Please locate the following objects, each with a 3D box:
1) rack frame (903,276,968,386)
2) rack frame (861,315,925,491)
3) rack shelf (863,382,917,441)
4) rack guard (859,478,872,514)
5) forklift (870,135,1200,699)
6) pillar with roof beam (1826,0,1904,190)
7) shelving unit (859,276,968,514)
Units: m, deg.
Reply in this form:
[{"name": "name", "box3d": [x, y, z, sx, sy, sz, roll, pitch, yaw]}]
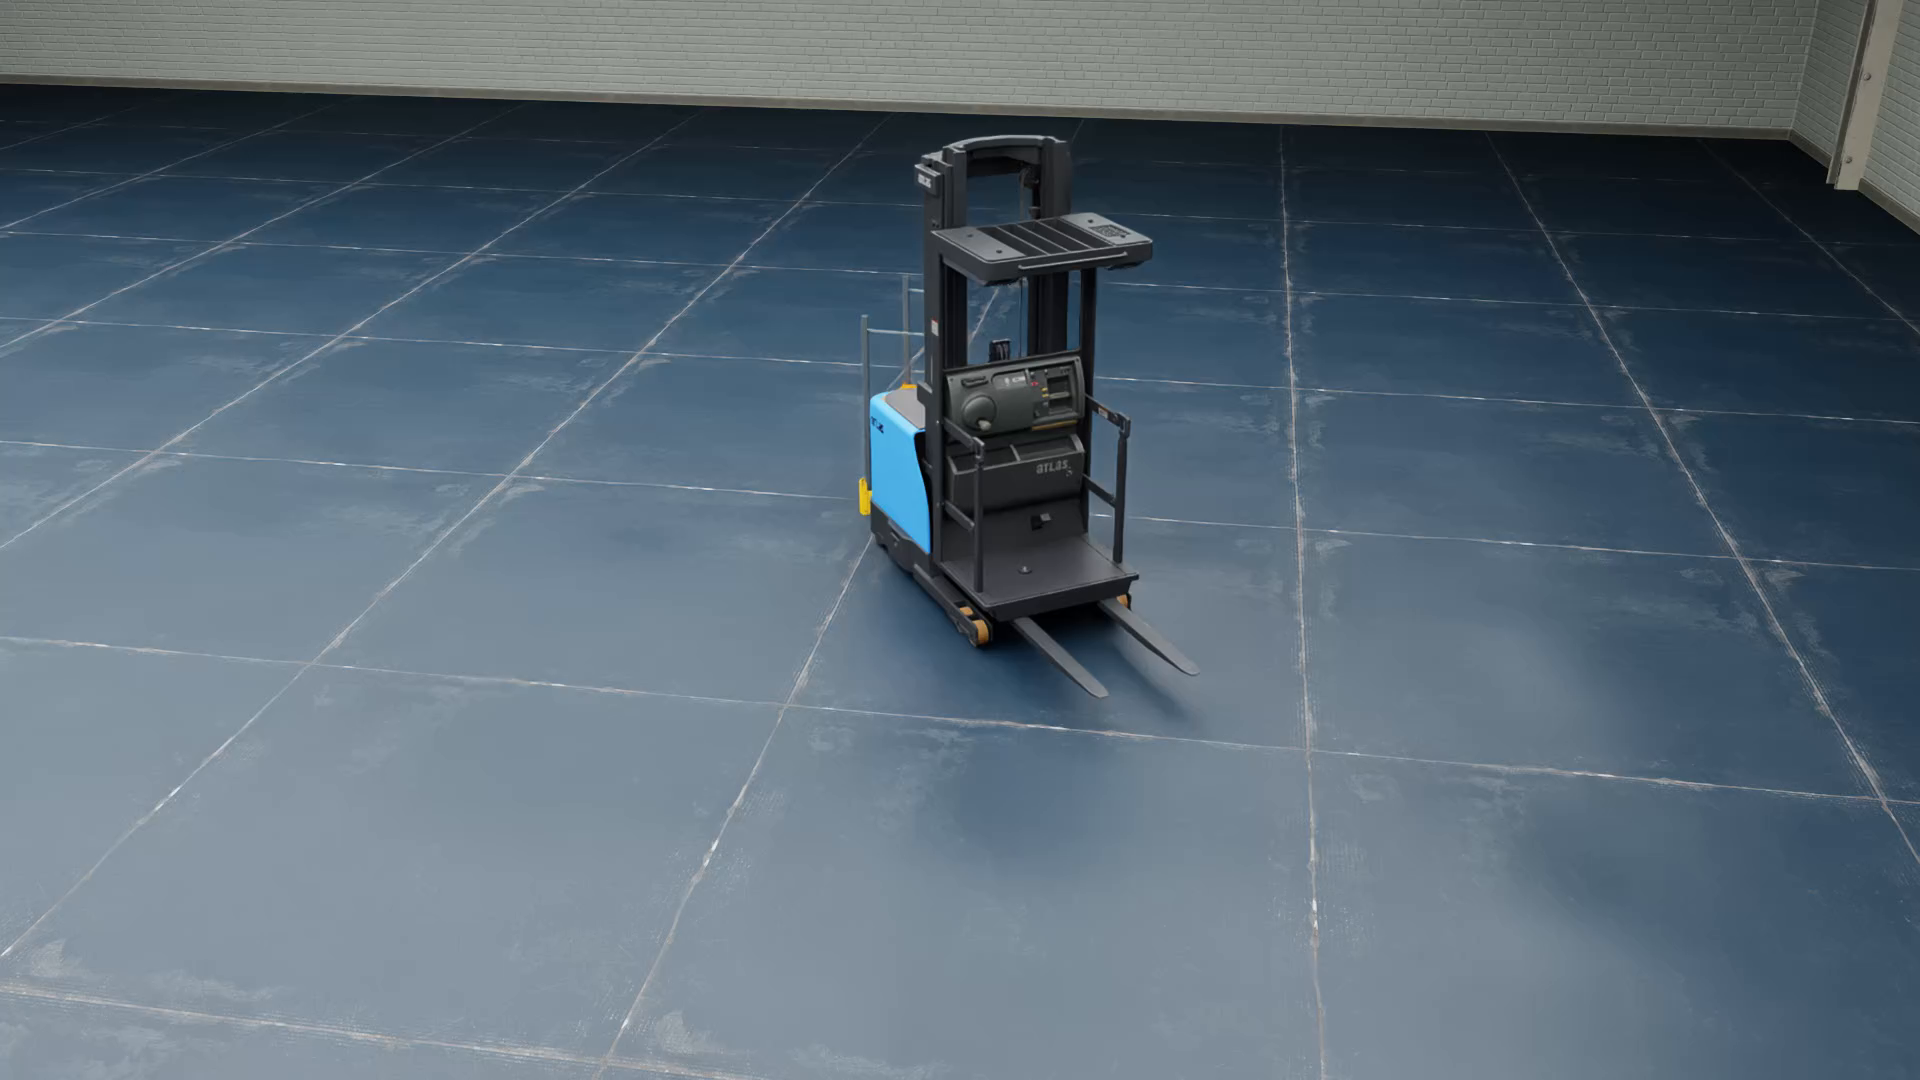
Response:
[{"name": "rack frame", "box3d": [-0.186, -1.277, 12.753, 0.500, 1.500, 0.032, 6, 26, 13]}, {"name": "rack frame", "box3d": [-0.444, -0.860, 11.862, 0.500, 1.500, 0.032, 6, 26, 13]}, {"name": "rack shelf", "box3d": [-0.315, -0.905, 12.384, 0.538, 0.185, 1.000, 6, 26, 13]}, {"name": "rack guard", "box3d": [-0.444, -0.294, 12.128, 0.587, 0.250, 0.087, 6, 26, 13]}, {"name": "forklift", "box3d": [0.447, -0.876, 10.207, 1.130, 2.935, 3.031, -11, 27, -23]}, {"name": "pillar with roof beam", "box3d": [7.237, -8.976, 20.355, 9.100, 9.000, 0.400, 4, 25, 9]}, {"name": "shelving unit", "box3d": [-0.318, -1.065, 12.299, 0.587, 1.500, 1.083, 6, 26, 13]}]
